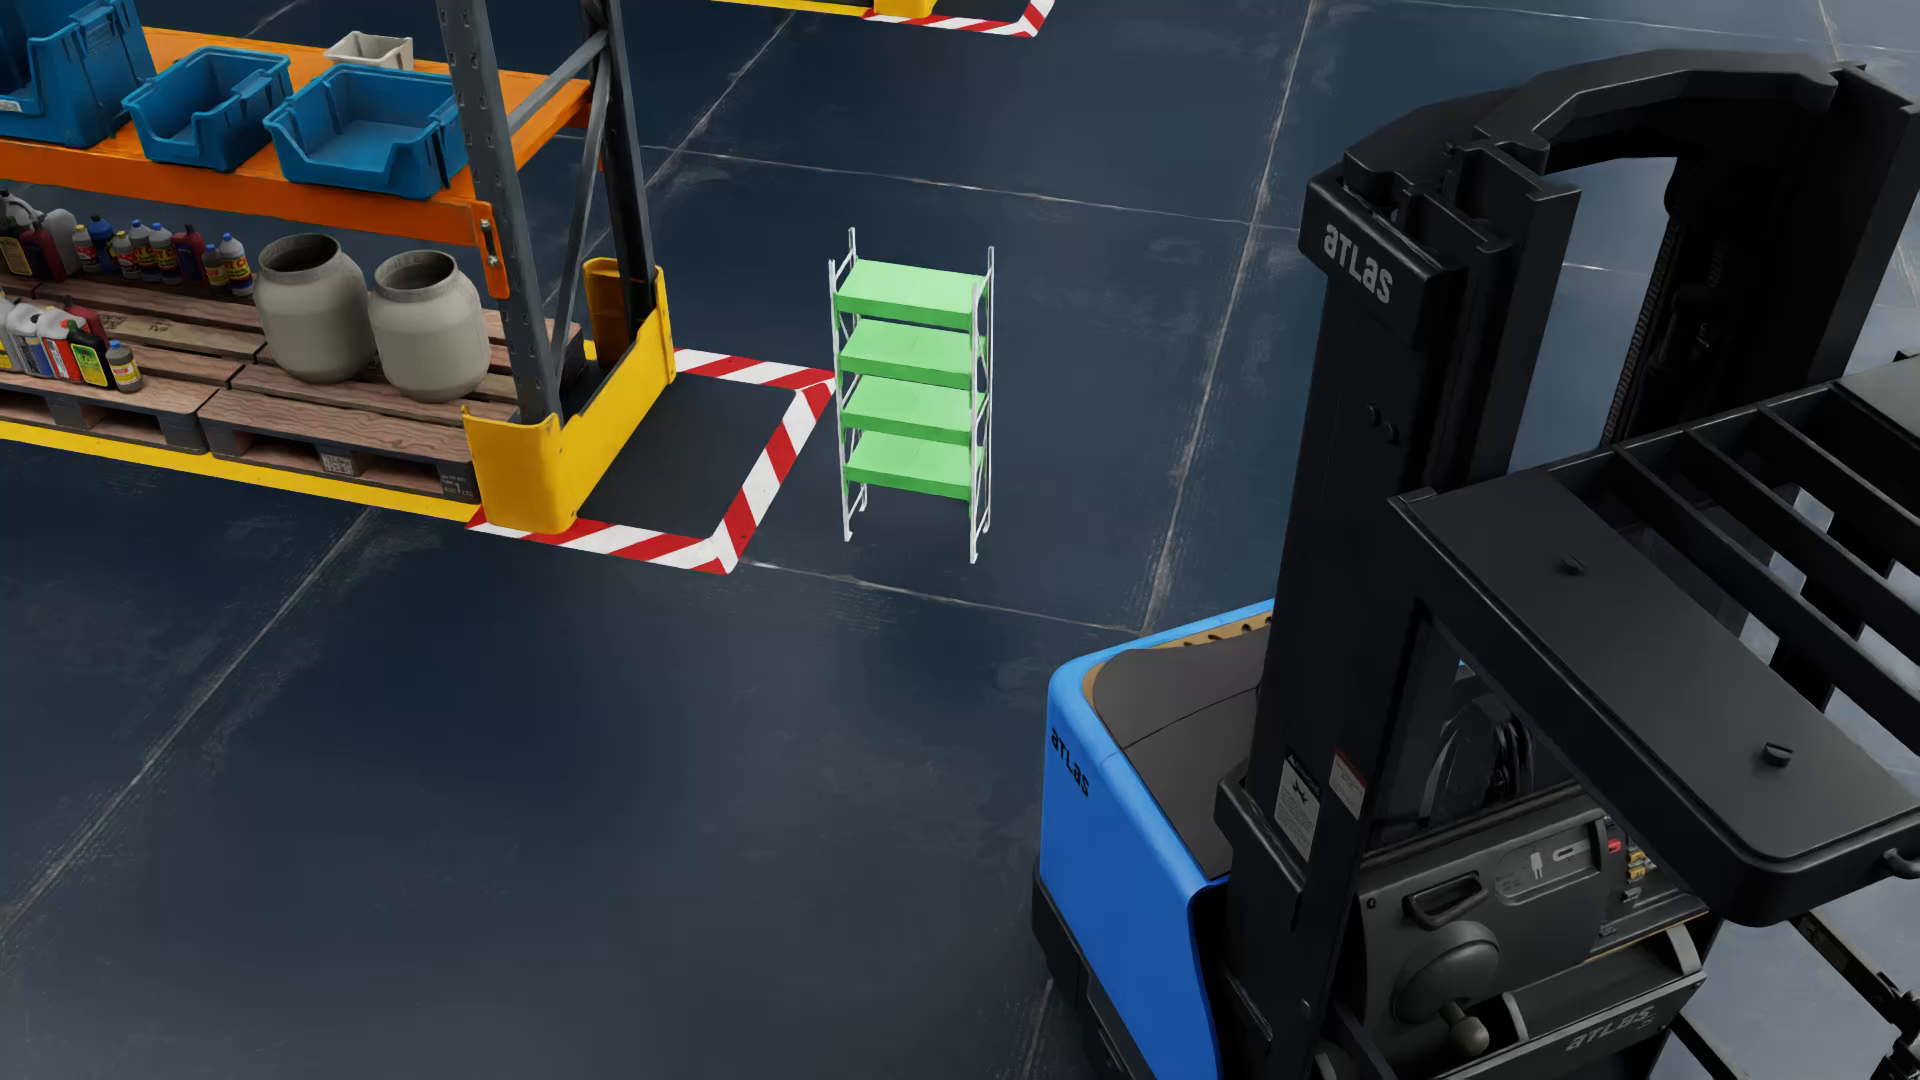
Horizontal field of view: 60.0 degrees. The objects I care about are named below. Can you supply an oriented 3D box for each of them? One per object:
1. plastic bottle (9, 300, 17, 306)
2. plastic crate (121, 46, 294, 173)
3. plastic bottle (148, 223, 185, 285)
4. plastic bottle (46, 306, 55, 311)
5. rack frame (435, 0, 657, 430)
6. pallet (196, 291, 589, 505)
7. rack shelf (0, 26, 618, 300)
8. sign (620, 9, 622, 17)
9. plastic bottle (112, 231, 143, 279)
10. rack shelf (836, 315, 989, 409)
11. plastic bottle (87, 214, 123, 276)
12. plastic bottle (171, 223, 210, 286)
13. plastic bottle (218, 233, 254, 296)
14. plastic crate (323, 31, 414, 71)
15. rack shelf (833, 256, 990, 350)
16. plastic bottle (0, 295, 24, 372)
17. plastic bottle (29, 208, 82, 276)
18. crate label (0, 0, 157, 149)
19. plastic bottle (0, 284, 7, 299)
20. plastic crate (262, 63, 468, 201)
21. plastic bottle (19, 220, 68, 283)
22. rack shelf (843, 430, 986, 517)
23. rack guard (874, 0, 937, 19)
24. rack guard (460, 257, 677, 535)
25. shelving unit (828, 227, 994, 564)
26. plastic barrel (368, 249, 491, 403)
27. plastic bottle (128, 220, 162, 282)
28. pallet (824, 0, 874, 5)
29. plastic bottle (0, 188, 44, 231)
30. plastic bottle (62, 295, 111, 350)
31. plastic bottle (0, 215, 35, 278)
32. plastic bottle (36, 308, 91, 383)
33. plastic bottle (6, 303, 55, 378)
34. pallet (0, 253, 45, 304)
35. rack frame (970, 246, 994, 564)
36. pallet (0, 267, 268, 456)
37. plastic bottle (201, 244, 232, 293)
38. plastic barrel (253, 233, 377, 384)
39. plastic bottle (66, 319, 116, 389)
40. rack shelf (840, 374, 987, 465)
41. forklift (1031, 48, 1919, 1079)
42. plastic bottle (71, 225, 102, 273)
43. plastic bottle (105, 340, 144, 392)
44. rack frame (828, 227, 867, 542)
[{"bbox_3d":[-3.856,-0.885,6.805,0.097,0.201,0.097,0,40,0],"label":"plastic bottle"},{"bbox_3d":[-2.612,-1.518,5.840,0.408,0.251,0.499,10,41,11],"label":"plastic crate"},{"bbox_3d":[-3.428,-1.242,7.175,0.097,0.271,0.097,0,40,0],"label":"plastic bottle"},{"bbox_3d":[-3.669,-0.858,6.773,0.097,0.201,0.097,0,40,0],"label":"plastic bottle"},{"bbox_3d":[-1.426,-1.566,5.782,0.127,3.000,1.000,10,41,11],"label":"rack frame"},{"bbox_3d":[-2.295,-0.620,6.824,1.213,0.211,1.003,10,41,11],"label":"pallet"},{"bbox_3d":[-3.358,-1.623,6.409,4.000,0.370,1.077,10,41,11],"label":"rack shelf"},{"bbox_3d":[-1.279,-2.013,6.099,0.005,0.325,0.100,10,41,11],"label":"sign"},{"bbox_3d":[-3.620,-1.248,7.237,0.097,0.201,0.097,0,40,0],"label":"plastic bottle"},{"bbox_3d":[-0.160,-0.622,5.784,0.480,0.148,0.258,10,41,11],"label":"rack shelf"},{"bbox_3d":[-3.720,-1.292,7.235,0.097,0.271,0.097,0,40,0],"label":"plastic bottle"},{"bbox_3d":[-3.311,-1.238,7.162,0.133,0.283,0.061,10,41,12],"label":"plastic bottle"},{"bbox_3d":[-3.097,-1.185,7.107,0.097,0.271,0.097,0,40,0],"label":"plastic bottle"},{"bbox_3d":[-2.207,-1.814,6.282,0.250,0.136,0.298,10,41,11],"label":"plastic crate"},{"bbox_3d":[-0.160,-0.806,5.629,0.480,0.148,0.258,10,41,11],"label":"rack shelf"},{"bbox_3d":[-3.845,-0.860,6.659,0.185,0.351,0.144,11,41,13],"label":"plastic bottle"},{"bbox_3d":[-3.940,-1.313,7.257,0.135,0.276,0.152,10,41,12],"label":"plastic bottle"},{"bbox_3d":[-3.274,-1.717,5.935,0.616,0.435,0.502,10,41,11],"label":"crate label"},{"bbox_3d":[-4.010,-0.958,6.835,0.135,0.276,0.152,10,41,11],"label":"plastic bottle"},{"bbox_3d":[-1.987,-1.406,5.708,0.616,0.251,0.499,10,41,11],"label":"plastic crate"},{"bbox_3d":[-3.967,-1.250,7.176,0.133,0.283,0.061,10,41,11],"label":"plastic bottle"},{"bbox_3d":[-0.160,-0.254,6.092,0.480,0.148,0.258,10,41,11],"label":"rack shelf"},{"bbox_3d":[-0.219,-3.698,10.265,0.348,0.500,1.175,10,41,11],"label":"rack guard"},{"bbox_3d":[-1.511,-0.592,6.566,0.348,0.500,1.175,10,41,11],"label":"rack guard"},{"bbox_3d":[-0.160,-0.487,5.897,0.503,1.200,0.258,10,41,11],"label":"shelving unit"},{"bbox_3d":[-2.081,-0.836,6.521,0.421,0.512,0.421,0,40,0],"label":"plastic barrel"},{"bbox_3d":[-3.524,-1.258,7.195,0.097,0.271,0.097,0,40,0],"label":"plastic bottle"},{"bbox_3d":[-0.994,-3.745,10.545,1.213,0.211,1.003,10,41,11],"label":"pallet"},{"bbox_3d":[-4.096,-1.371,7.268,0.185,0.351,0.144,10,41,11],"label":"plastic bottle"},{"bbox_3d":[-3.523,-0.852,6.702,0.133,0.283,0.061,10,41,11],"label":"plastic bottle"},{"bbox_3d":[-4.097,-1.278,7.209,0.133,0.283,0.061,10,41,11],"label":"plastic bottle"},{"bbox_3d":[-3.550,-0.783,6.626,0.135,0.276,0.152,10,41,12],"label":"plastic bottle"},{"bbox_3d":[-3.684,-0.806,6.653,0.135,0.276,0.152,9,41,10],"label":"plastic bottle"},{"bbox_3d":[-4.652,-1.025,7.307,1.213,0.211,1.003,10,41,11],"label":"pallet"},{"bbox_3d":[0.076,-0.446,5.849,0.015,1.200,0.240,10,41,11],"label":"rack frame"},{"bbox_3d":[-3.470,-0.824,7.067,1.213,0.211,1.003,10,41,11],"label":"pallet"},{"bbox_3d":[-3.197,-1.175,7.150,0.097,0.201,0.097,0,40,0],"label":"plastic bottle"},{"bbox_3d":[-2.565,-0.919,6.620,0.421,0.512,0.421,0,40,0],"label":"plastic barrel"},{"bbox_3d":[-3.431,-0.735,6.563,0.133,0.283,0.061,11,41,12],"label":"plastic bottle"},{"bbox_3d":[-0.160,-0.438,5.938,0.480,0.148,0.258,10,41,11],"label":"rack shelf"},{"bbox_3d":[1.247,0.769,3.055,1.130,2.935,3.031,-15,42,-17],"label":"forklift"},{"bbox_3d":[-3.819,-1.282,7.278,0.097,0.201,0.097,0,40,0],"label":"plastic bottle"},{"bbox_3d":[-3.313,-0.696,6.580,0.097,0.201,0.097,0,40,0],"label":"plastic bottle"},{"bbox_3d":[-0.396,-0.528,5.945,0.015,1.200,0.240,10,41,11],"label":"rack frame"}]
